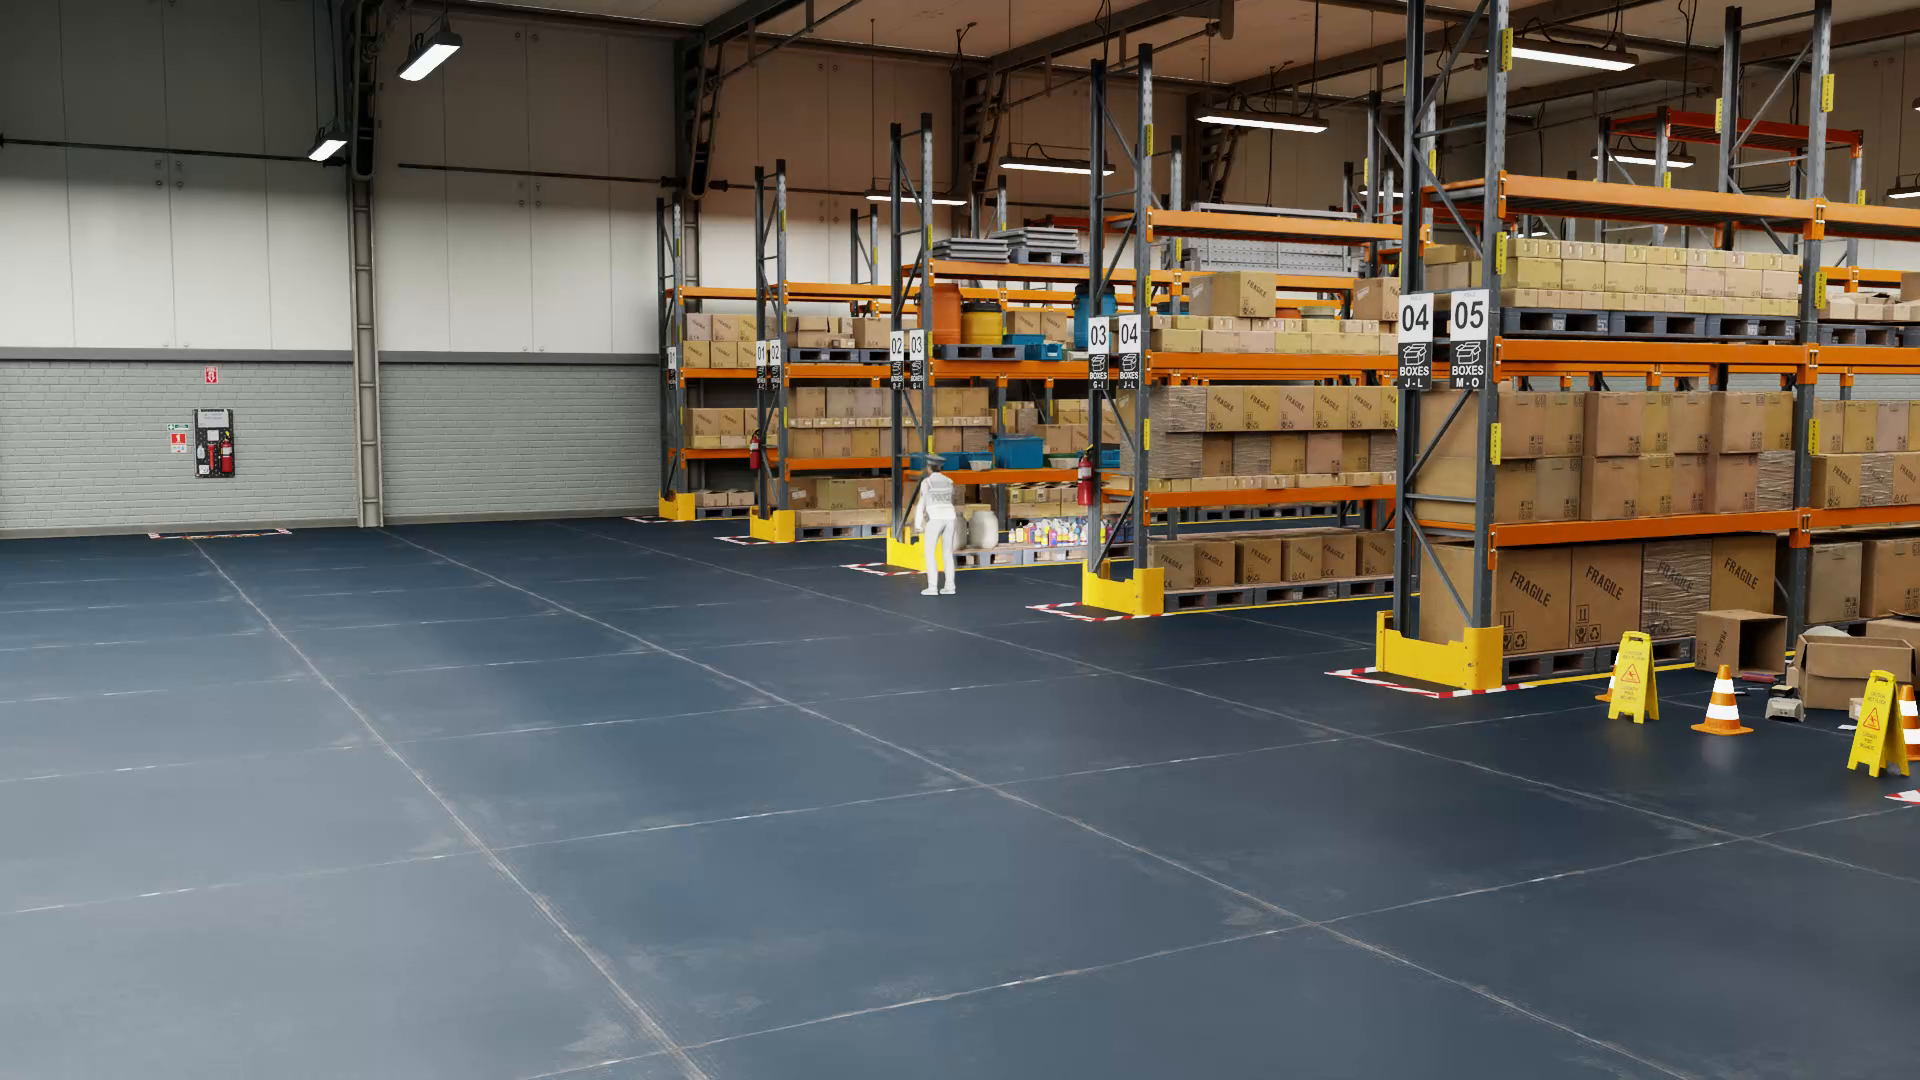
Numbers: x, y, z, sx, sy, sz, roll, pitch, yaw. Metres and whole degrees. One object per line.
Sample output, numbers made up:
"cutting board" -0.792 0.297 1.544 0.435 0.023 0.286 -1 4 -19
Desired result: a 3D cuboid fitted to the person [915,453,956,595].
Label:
"person" -0.296 -0.186 19.614 0.415 1.665 0.534 -3 6 -30
